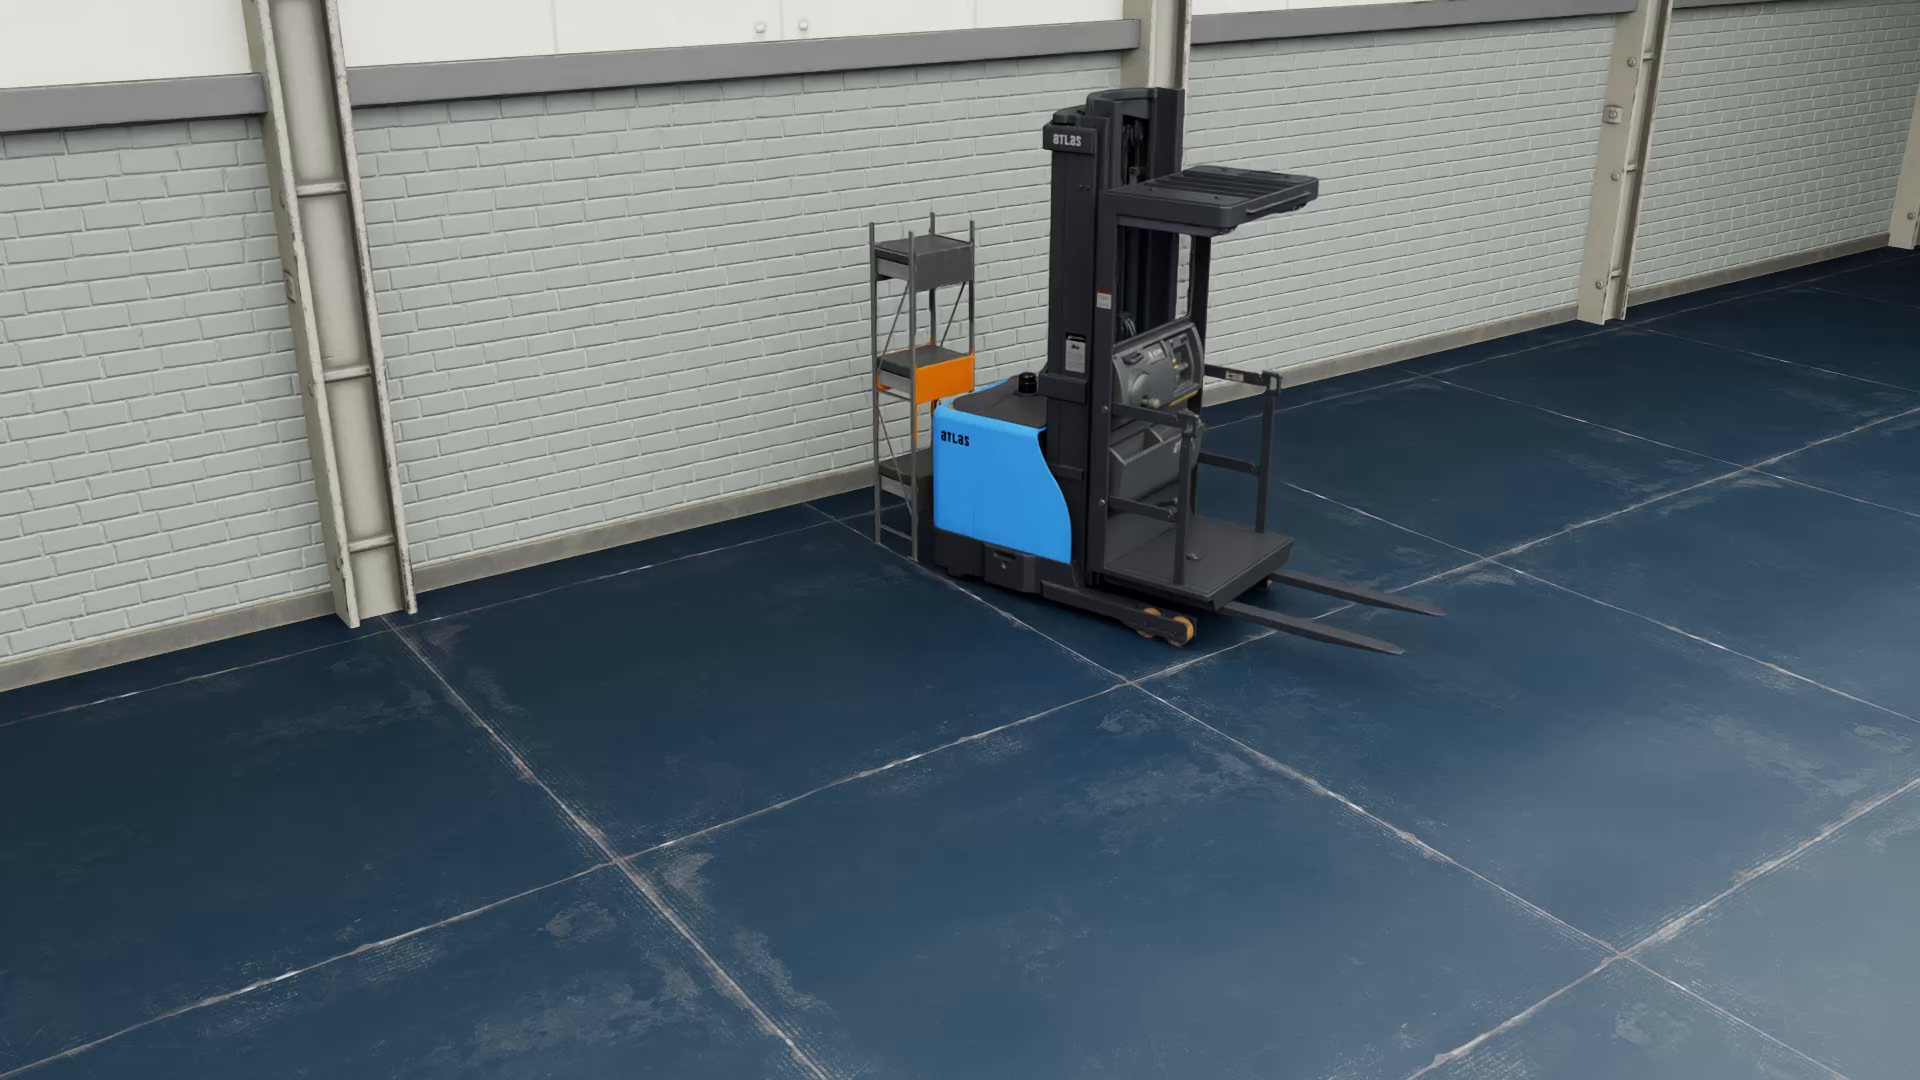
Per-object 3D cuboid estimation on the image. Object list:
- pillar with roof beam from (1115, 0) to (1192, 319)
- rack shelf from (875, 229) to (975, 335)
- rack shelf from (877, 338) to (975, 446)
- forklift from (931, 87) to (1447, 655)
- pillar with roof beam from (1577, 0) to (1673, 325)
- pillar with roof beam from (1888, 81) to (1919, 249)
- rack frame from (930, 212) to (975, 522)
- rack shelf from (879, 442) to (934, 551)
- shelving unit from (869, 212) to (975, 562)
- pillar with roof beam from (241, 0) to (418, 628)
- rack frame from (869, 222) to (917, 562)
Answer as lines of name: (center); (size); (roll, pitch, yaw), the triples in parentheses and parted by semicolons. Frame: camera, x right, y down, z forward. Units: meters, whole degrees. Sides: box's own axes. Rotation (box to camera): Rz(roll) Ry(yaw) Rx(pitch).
pillar with roof beam: (3.930, -3.761, 8.180); (0.400, 9.000, 9.100); (-15, 26, -33)
rack shelf: (-0.229, -1.590, 10.195); (0.480, 0.518, 0.431); (-19, 28, -39)
rack shelf: (-0.229, -0.940, 10.455); (0.480, 0.518, 0.431); (-19, 28, -39)
forklift: (1.307, -0.985, 9.409); (3.031, 2.935, 1.130); (15, 26, 34)
pillar with roof beam: (8.801, -5.060, 11.435); (0.400, 9.000, 9.100); (-15, 26, -33)
pillar with roof beam: (13.671, -6.358, 14.689); (0.400, 9.000, 9.100); (-15, 26, -33)
rack frame: (-0.048, -1.013, 10.601); (0.015, 2.100, 0.400); (-19, 28, -39)
rack shelf: (-0.229, -0.289, 10.714); (0.480, 0.518, 0.431); (-19, 28, -39)
shelving unit: (-0.229, -0.952, 10.449); (0.503, 2.100, 0.431); (-19, 28, -39)
pillar with roof beam: (-0.940, -2.462, 4.925); (0.400, 9.000, 9.100); (-15, 26, -33)
rack frame: (-0.410, -0.892, 10.297); (0.015, 2.100, 0.400); (-19, 28, -39)
